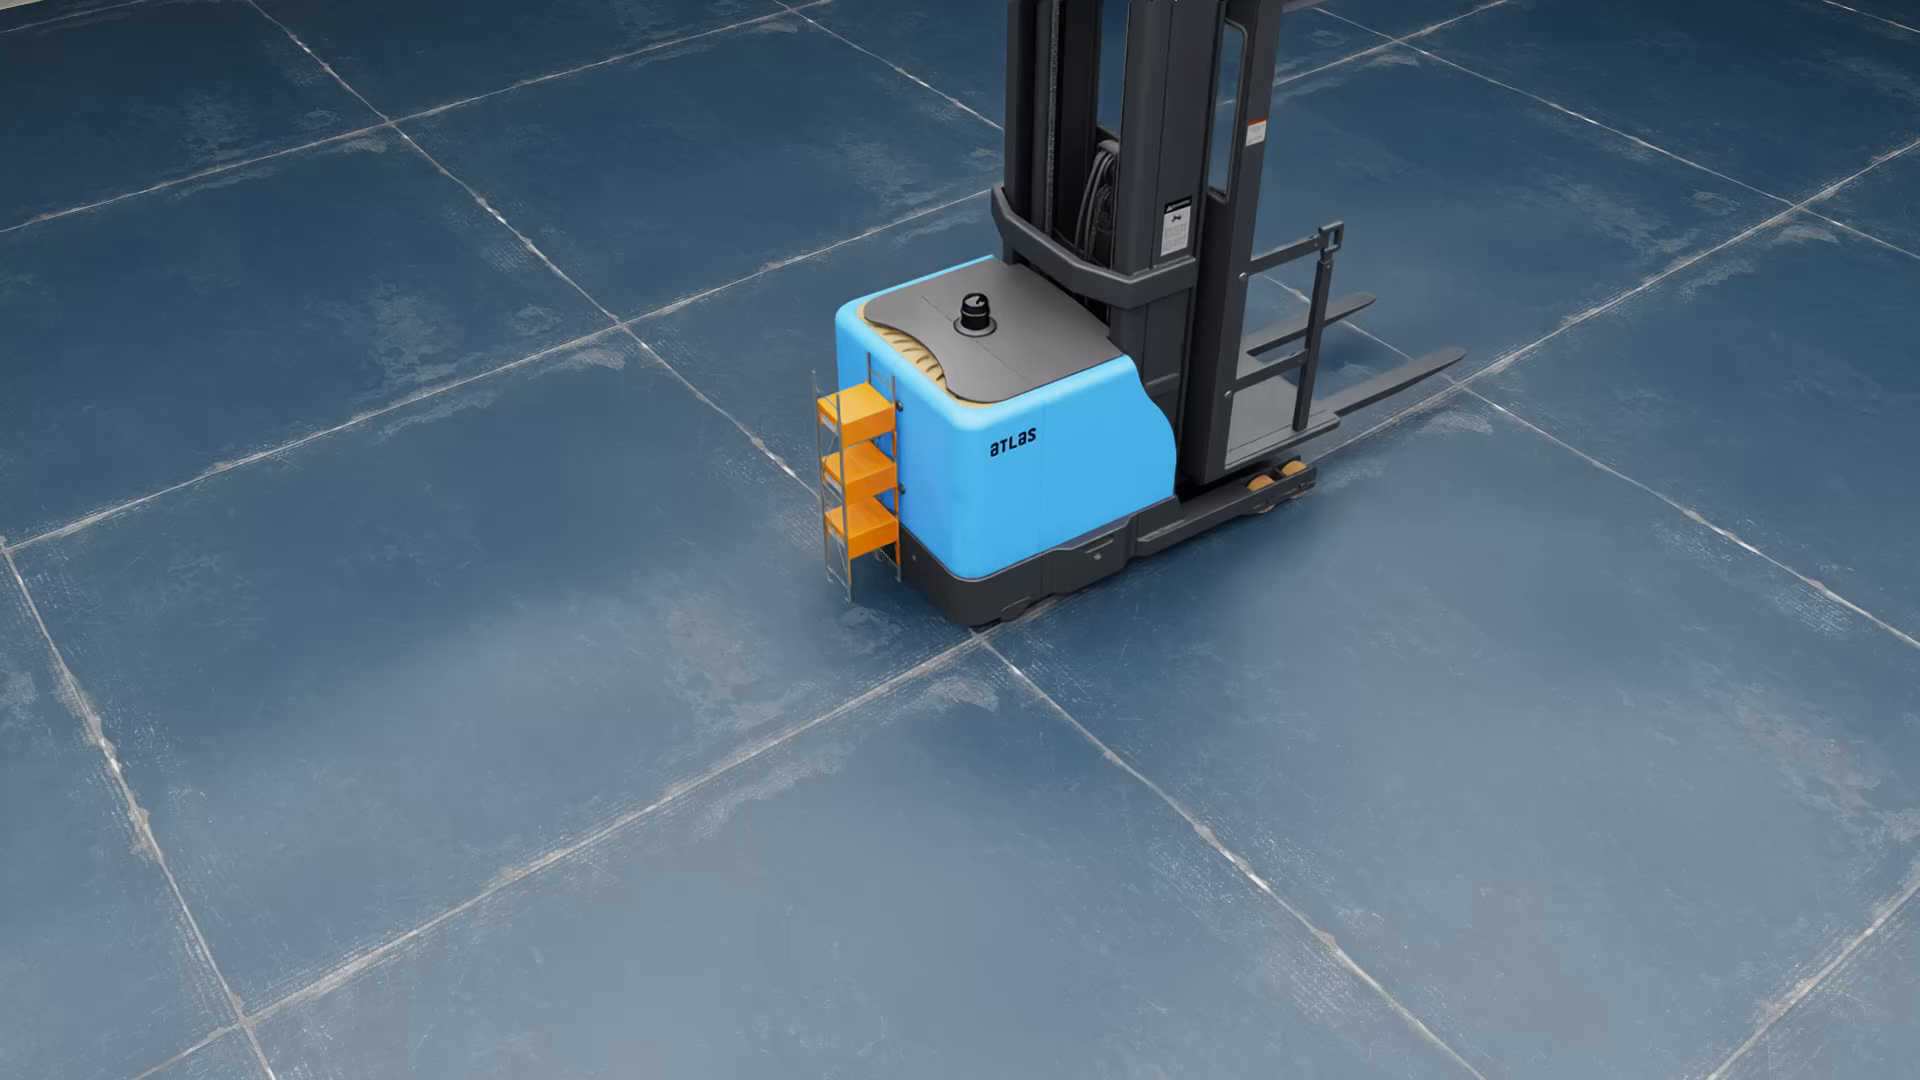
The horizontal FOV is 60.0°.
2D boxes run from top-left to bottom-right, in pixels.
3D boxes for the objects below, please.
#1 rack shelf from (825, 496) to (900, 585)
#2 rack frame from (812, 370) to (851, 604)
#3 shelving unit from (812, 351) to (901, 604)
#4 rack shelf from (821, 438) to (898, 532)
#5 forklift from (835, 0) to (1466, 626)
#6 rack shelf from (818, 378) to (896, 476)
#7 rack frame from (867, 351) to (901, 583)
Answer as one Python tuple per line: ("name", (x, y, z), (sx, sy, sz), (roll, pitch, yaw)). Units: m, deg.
("rack shelf", (-0.409, -0.012, 6.892), (0.240, 0.259, 0.215), (-23, 45, -25))
("rack frame", (-0.511, -0.192, 6.657), (0.008, 1.050, 0.200), (-23, 45, -25))
("shelving unit", (-0.409, -0.235, 6.709), (0.252, 1.050, 0.215), (-23, 45, -25))
("rack shelf", (-0.409, -0.227, 6.715), (0.240, 0.259, 0.215), (-23, 45, -25))
("forklift", (0.992, -1.510, 6.780), (3.031, 2.935, 1.130), (-23, 45, -25))
("rack shelf", (-0.409, -0.446, 6.535), (0.240, 0.259, 0.215), (-23, 45, -25))
("rack frame", (-0.307, -0.278, 6.761), (0.008, 1.050, 0.200), (-23, 45, -25))
